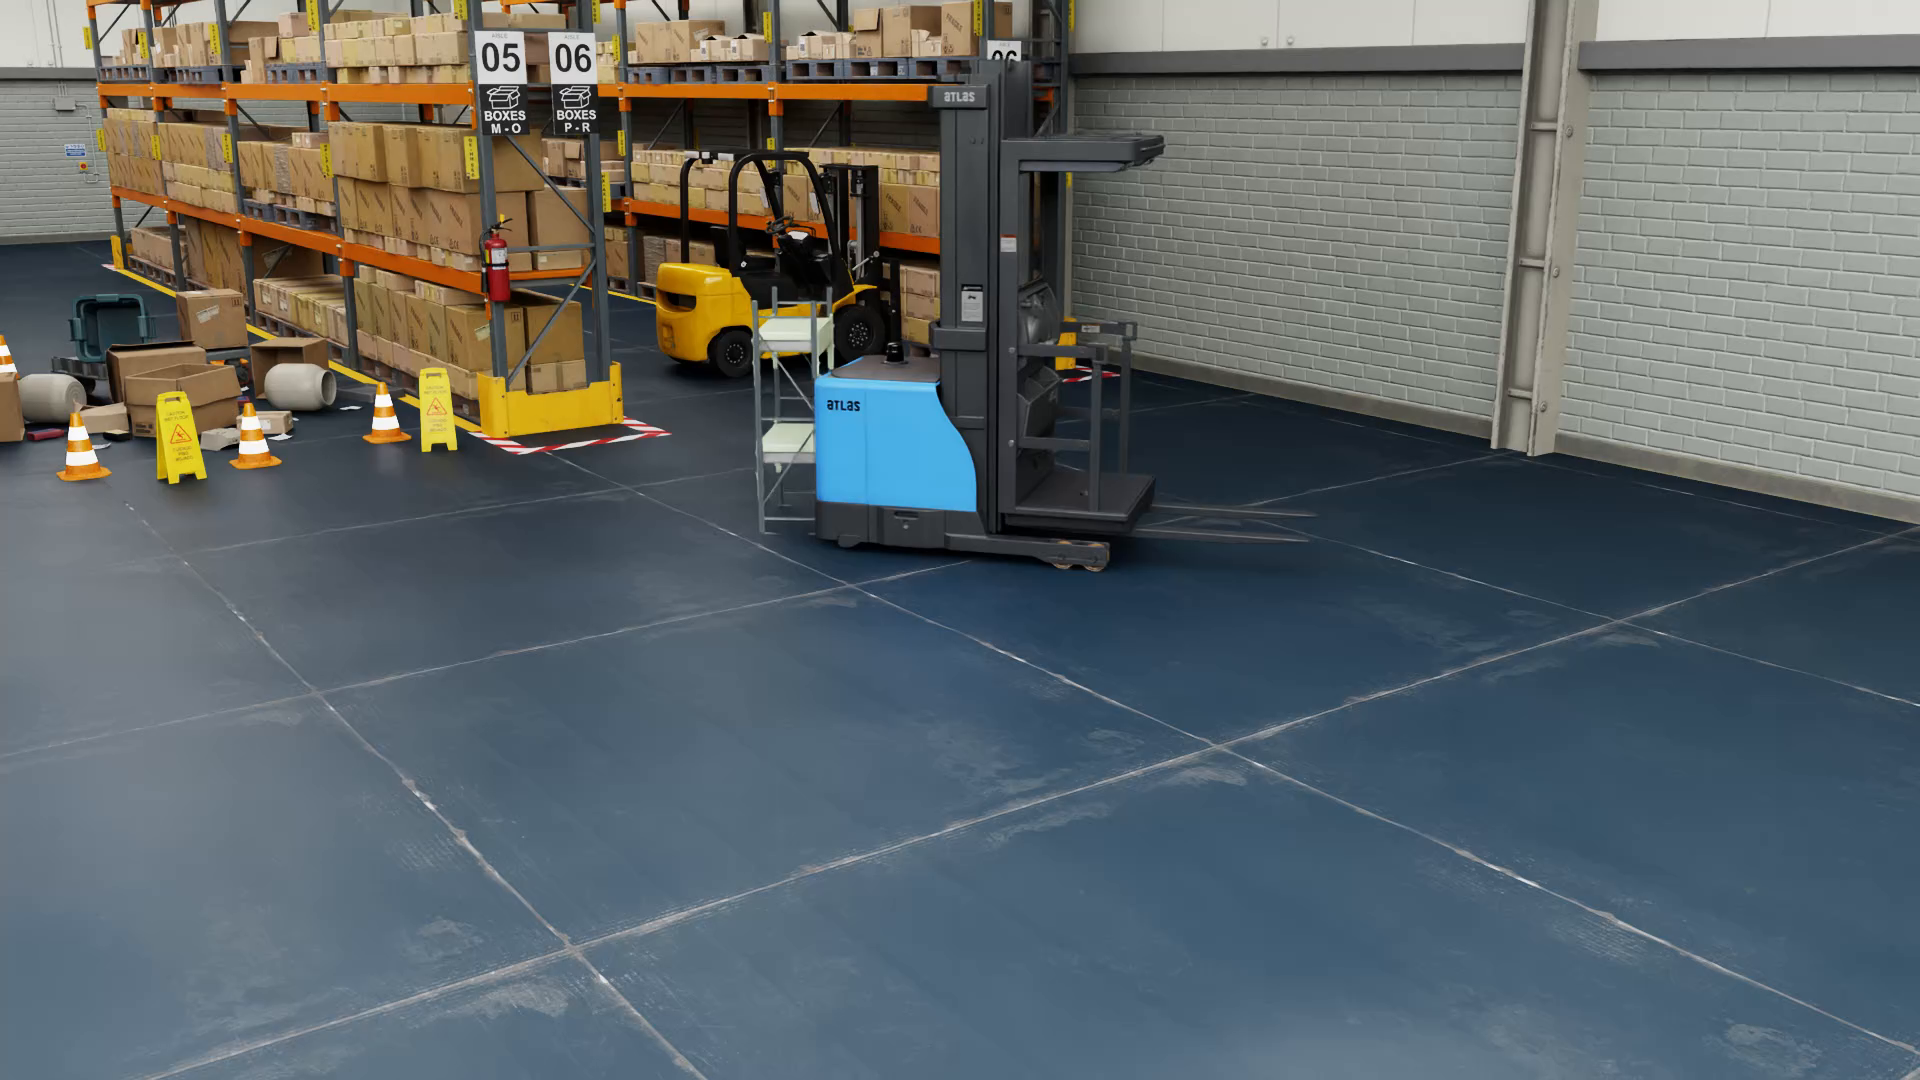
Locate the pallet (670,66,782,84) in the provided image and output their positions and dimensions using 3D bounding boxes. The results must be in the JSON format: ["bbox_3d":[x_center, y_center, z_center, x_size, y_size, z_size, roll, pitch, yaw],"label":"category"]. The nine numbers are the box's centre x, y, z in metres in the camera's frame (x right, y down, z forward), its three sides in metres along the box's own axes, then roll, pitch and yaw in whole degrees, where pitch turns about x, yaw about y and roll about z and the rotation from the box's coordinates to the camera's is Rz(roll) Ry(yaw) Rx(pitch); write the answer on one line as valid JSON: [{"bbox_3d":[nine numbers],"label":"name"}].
[{"bbox_3d":[-2.952,-5.852,20.951,1.003,0.211,1.213,-10,18,-32],"label":"pallet"}]

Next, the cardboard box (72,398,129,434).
[{"bbox_3d":[-7.188,-1.050,13.911,0.396,0.266,0.258,-7,17,-25],"label":"cardboard box"}]

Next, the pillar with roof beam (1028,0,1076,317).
[{"bbox_3d":[-2.542,-5.671,14.251,9.100,9.000,0.400,-11,19,-35],"label":"pillar with roof beam"}]

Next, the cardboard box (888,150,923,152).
[{"bbox_3d":[-0.572,-4.216,18.317,0.380,0.149,0.250,-11,19,-35],"label":"cardboard box"}]

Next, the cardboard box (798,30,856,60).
[{"bbox_3d":[-1.439,-5.451,18.310,0.500,0.311,0.500,-10,18,-33],"label":"cardboard box"}]

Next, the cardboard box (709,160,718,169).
[{"bbox_3d":[-2.887,-4.679,20.572,0.380,0.149,0.250,-11,19,-34],"label":"cardboard box"}]

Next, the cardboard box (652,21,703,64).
[{"bbox_3d":[-3.476,-6.327,21.153,0.700,0.500,0.500,-11,19,-36],"label":"cardboard box"}]

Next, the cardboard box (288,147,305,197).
[{"bbox_3d":[-6.792,-3.914,17.647,0.500,0.500,0.500,-10,18,-33],"label":"cardboard box"}]

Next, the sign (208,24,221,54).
[{"bbox_3d":[-8.549,-5.744,19.070,0.100,0.325,0.005,-11,19,-35],"label":"sign"}]

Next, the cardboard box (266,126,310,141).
[{"bbox_3d":[-8.188,-4.768,20.232,0.500,0.500,0.500,-12,19,-36],"label":"cardboard box"}]

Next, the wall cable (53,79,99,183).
[{"bbox_3d":[-16.134,-7.508,30.343,0.585,1.953,0.123,-11,19,-35],"label":"wall cable"}]

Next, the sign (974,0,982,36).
[{"bbox_3d":[0.174,-4.912,15.630,0.100,0.325,0.005,-11,19,-35],"label":"sign"}]

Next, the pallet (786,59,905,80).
[{"bbox_3d":[-1.208,-5.237,18.515,1.003,0.211,1.213,-11,19,-35],"label":"pallet"}]

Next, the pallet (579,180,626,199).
[{"bbox_3d":[-4.538,-4.907,23.186,1.213,0.211,1.003,-11,19,-35],"label":"pallet"}]

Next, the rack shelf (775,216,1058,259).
[{"bbox_3d":[-0.555,-3.237,18.085,1.077,0.370,4.000,-11,19,-35],"label":"rack shelf"}]

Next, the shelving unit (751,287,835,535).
[{"bbox_3d":[-1.071,-0.857,10.867,0.431,1.500,0.755,1,15,3],"label":"shelving unit"}]

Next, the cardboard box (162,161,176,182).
[{"bbox_3d":[-10.417,-4.980,22.425,0.500,0.250,0.500,-12,19,-36],"label":"cardboard box"}]

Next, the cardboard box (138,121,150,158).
[{"bbox_3d":[-11.240,-5.646,23.441,0.500,0.500,0.500,-11,19,-35],"label":"cardboard box"}]

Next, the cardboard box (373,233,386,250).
[{"bbox_3d":[-5.329,-2.846,15.768,0.380,0.149,0.250,-10,18,-33],"label":"cardboard box"}]

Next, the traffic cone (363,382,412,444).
[{"bbox_3d":[-4.688,-1.054,13.551,0.336,0.463,0.334,-11,19,-35],"label":"traffic cone"}]

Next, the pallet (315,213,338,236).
[{"bbox_3d":[-6.075,-3.333,17.437,1.003,0.211,1.213,-11,19,-35],"label":"pallet"}]

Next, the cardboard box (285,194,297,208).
[{"bbox_3d":[-7.144,-3.725,18.184,0.380,0.149,0.250,-10,18,-33],"label":"cardboard box"}]

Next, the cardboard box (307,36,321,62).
[{"bbox_3d":[-6.204,-4.919,16.674,0.500,0.250,0.500,-11,19,-36],"label":"cardboard box"}]

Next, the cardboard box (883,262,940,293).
[{"bbox_3d":[-0.512,-2.780,17.571,0.500,0.250,0.500,-11,19,-34],"label":"cardboard box"}]

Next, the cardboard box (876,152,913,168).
[{"bbox_3d":[-0.667,-4.032,17.645,0.380,0.149,0.250,-11,19,-34],"label":"cardboard box"}]

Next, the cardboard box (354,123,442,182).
[{"bbox_3d":[-5.104,-3.563,15.264,0.700,0.500,0.500,-11,19,-36],"label":"cardboard box"}]

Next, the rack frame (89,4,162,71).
[{"bbox_3d":[-12.799,-8.696,25.303,1.000,3.000,0.127,-11,19,-35],"label":"rack frame"}]

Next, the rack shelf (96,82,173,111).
[{"bbox_3d":[-11.623,-6.475,24.233,1.077,0.370,4.000,-11,19,-35],"label":"rack shelf"}]

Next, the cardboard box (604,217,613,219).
[{"bbox_3d":[-5.386,-4.772,25.040,0.380,0.149,0.250,-10,18,-33],"label":"cardboard box"}]

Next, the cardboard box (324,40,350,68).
[{"bbox_3d":[-5.706,-4.622,15.819,0.500,0.250,0.500,-11,19,-36],"label":"cardboard box"}]

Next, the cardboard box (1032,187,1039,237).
[{"bbox_3d":[0.554,-3.354,16.961,0.500,0.500,0.500,-10,18,-33],"label":"cardboard box"}]

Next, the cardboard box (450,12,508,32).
[{"bbox_3d":[-3.830,-4.123,13.240,0.380,0.149,0.250,-11,19,-34],"label":"cardboard box"}]

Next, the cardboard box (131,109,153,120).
[{"bbox_3d":[-11.743,-6.141,24.020,0.380,0.149,0.250,-11,19,-35],"label":"cardboard box"}]

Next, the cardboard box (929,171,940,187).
[{"bbox_3d":[-0.087,-3.664,16.862,0.380,0.149,0.250,-10,18,-34],"label":"cardboard box"}]

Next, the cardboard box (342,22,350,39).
[{"bbox_3d":[-5.498,-4.724,15.436,0.380,0.149,0.250,-12,19,-36],"label":"cardboard box"}]

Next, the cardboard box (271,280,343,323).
[{"bbox_3d":[-7.331,-2.751,19.127,0.950,0.372,0.625,-11,19,-36],"label":"cardboard box"}]

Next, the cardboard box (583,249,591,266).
[{"bbox_3d":[-5.101,-4.139,23.957,0.500,0.500,0.500,-10,18,-32],"label":"cardboard box"}]

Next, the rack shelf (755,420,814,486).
[{"bbox_3d":[-1.071,-0.543,10.953,0.431,0.370,0.720,1,15,3],"label":"rack shelf"}]

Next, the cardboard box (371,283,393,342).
[{"bbox_3d":[-5.291,-2.198,15.917,0.500,0.500,0.500,-10,18,-32],"label":"cardboard box"}]

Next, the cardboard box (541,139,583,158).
[{"bbox_3d":[-6.027,-5.722,24.815,0.700,0.500,0.500,-11,19,-34],"label":"cardboard box"}]

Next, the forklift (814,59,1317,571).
[{"bbox_3d":[0.669,-1.382,10.074,3.031,2.935,1.130,4,16,15],"label":"forklift"}]

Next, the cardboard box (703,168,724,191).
[{"bbox_3d":[-2.831,-4.464,20.542,0.500,0.250,0.500,-10,18,-33],"label":"cardboard box"}]

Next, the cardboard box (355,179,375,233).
[{"bbox_3d":[-5.396,-3.191,15.800,0.500,0.500,0.500,-11,19,-35],"label":"cardboard box"}]

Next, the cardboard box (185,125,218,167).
[{"bbox_3d":[-9.498,-5.019,21.149,0.500,0.500,0.500,-11,19,-35],"label":"cardboard box"}]

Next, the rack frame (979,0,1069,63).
[{"bbox_3d":[0.621,-6.051,15.638,1.000,3.000,0.127,-11,19,-35],"label":"rack frame"}]

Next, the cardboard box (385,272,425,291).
[{"bbox_3d":[-5.126,-2.421,15.502,0.380,0.149,0.250,-10,18,-31],"label":"cardboard box"}]

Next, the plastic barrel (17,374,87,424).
[{"bbox_3d":[-7.780,-1.204,14.171,0.512,0.421,0.421,1,15,4],"label":"plastic barrel"}]

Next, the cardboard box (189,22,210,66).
[{"bbox_3d":[-8.831,-5.974,20.053,0.700,0.500,0.500,-12,19,-37],"label":"cardboard box"}]

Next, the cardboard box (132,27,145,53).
[{"bbox_3d":[-11.266,-6.979,23.530,0.797,0.503,0.637,-9,18,-30],"label":"cardboard box"}]

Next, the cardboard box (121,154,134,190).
[{"bbox_3d":[-12.145,-5.489,24.758,0.500,0.500,0.500,-11,19,-35],"label":"cardboard box"}]

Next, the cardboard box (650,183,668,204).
[{"bbox_3d":[-3.728,-4.552,21.811,0.500,0.250,0.500,-11,19,-36],"label":"cardboard box"}]
